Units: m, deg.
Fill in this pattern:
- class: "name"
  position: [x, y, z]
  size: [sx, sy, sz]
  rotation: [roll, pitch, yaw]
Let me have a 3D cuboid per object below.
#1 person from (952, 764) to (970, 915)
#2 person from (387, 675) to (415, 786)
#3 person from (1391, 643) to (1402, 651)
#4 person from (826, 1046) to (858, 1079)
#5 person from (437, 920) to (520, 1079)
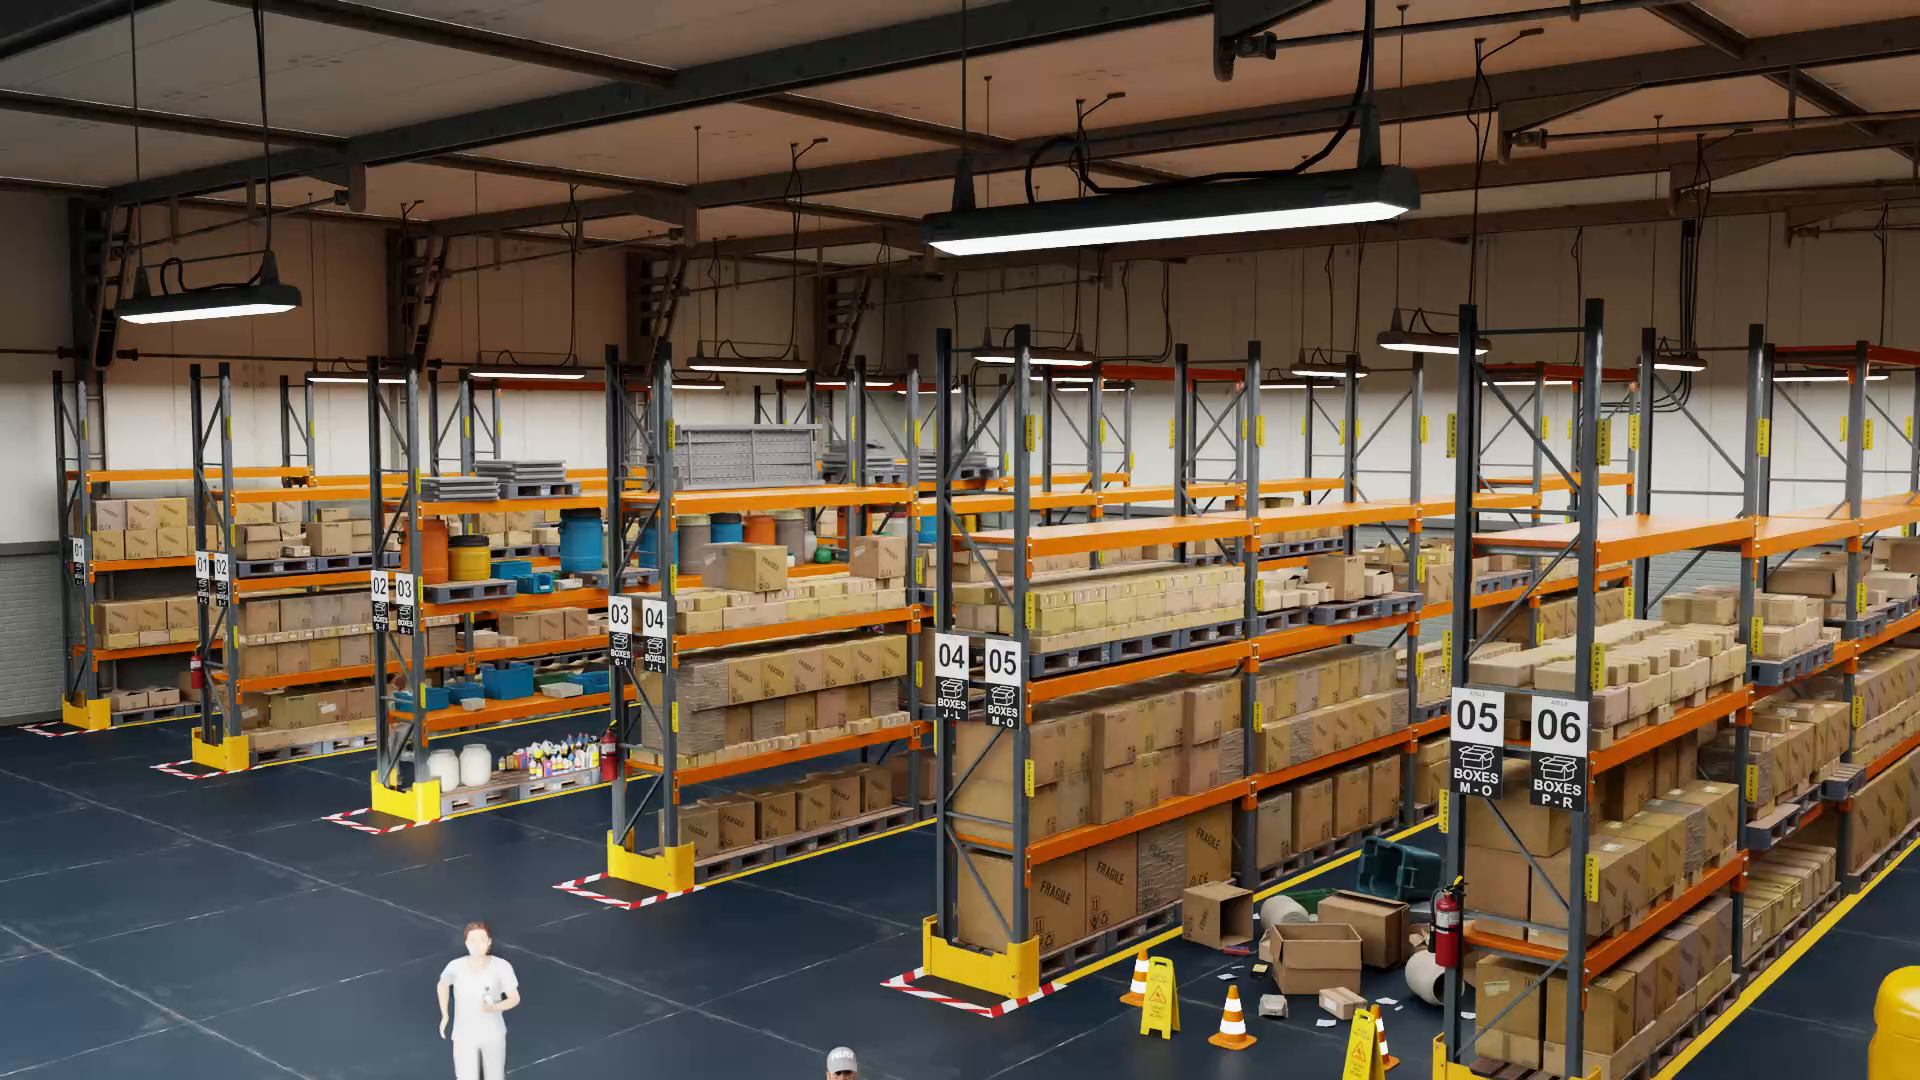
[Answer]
- class: "person"
  position: [0.106, 2.981, 17.628]
  size: [0.694, 1.781, 0.887]
  rotation: [2, 5, 29]
- class: "person"
  position: [-7.879, 2.685, 23.520]
  size: [0.556, 1.575, 0.651]
  rotation: [3, 5, 34]
- class: "person"
  position: [6.650, 2.475, 25.320]
  size: [0.719, 1.826, 0.865]
  rotation: [4, 6, 42]
- class: "person"
  position: [-0.669, 3.682, 9.441]
  size: [0.610, 1.624, 0.512]
  rotation: [-1, 4, -11]
- class: "person"
  position: [-3.344, 3.468, 11.566]
  size: [0.561, 1.658, 0.967]
  rotation: [-1, 4, -14]
